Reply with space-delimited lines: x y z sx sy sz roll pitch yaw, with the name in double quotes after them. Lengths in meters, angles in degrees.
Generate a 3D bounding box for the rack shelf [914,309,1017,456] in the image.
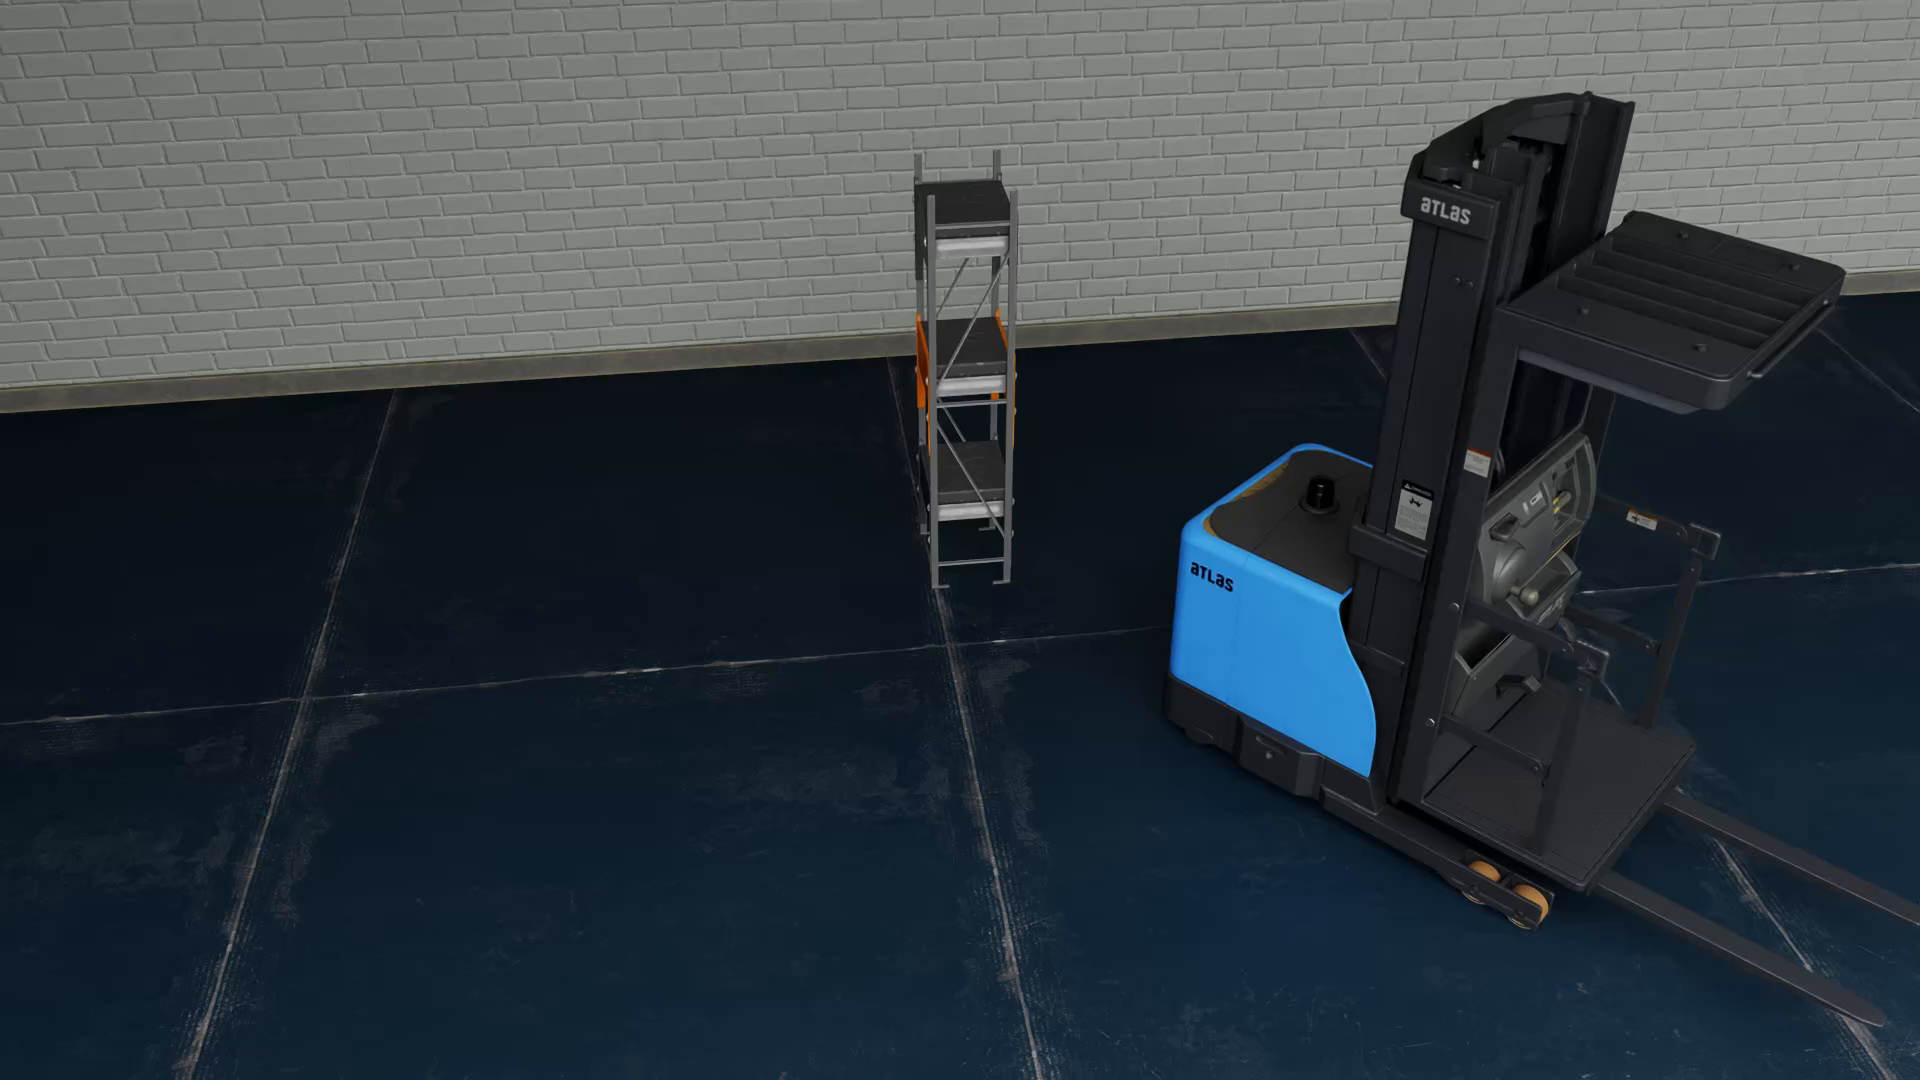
0.022 -0.764 8.031 0.431 0.518 0.480 -4 35 -6 "rack shelf"

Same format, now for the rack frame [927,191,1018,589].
0.055 -0.639 7.823 0.400 2.100 0.015 -4 35 -6 "rack frame"

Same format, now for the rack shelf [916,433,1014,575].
0.022 -0.186 8.425 0.431 0.518 0.480 -4 35 -6 "rack shelf"

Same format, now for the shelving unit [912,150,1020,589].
0.022 -0.775 8.023 0.431 2.100 0.503 -4 35 -6 "shelving unit"

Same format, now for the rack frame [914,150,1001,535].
-0.011 -0.911 8.223 0.400 2.100 0.015 -4 35 -6 "rack frame"

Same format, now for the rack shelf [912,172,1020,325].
0.022 -1.342 7.637 0.431 0.518 0.480 -4 35 -6 "rack shelf"

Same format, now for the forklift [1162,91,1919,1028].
2.340 -0.026 6.186 3.031 2.935 1.130 27 43 34 "forklift"
